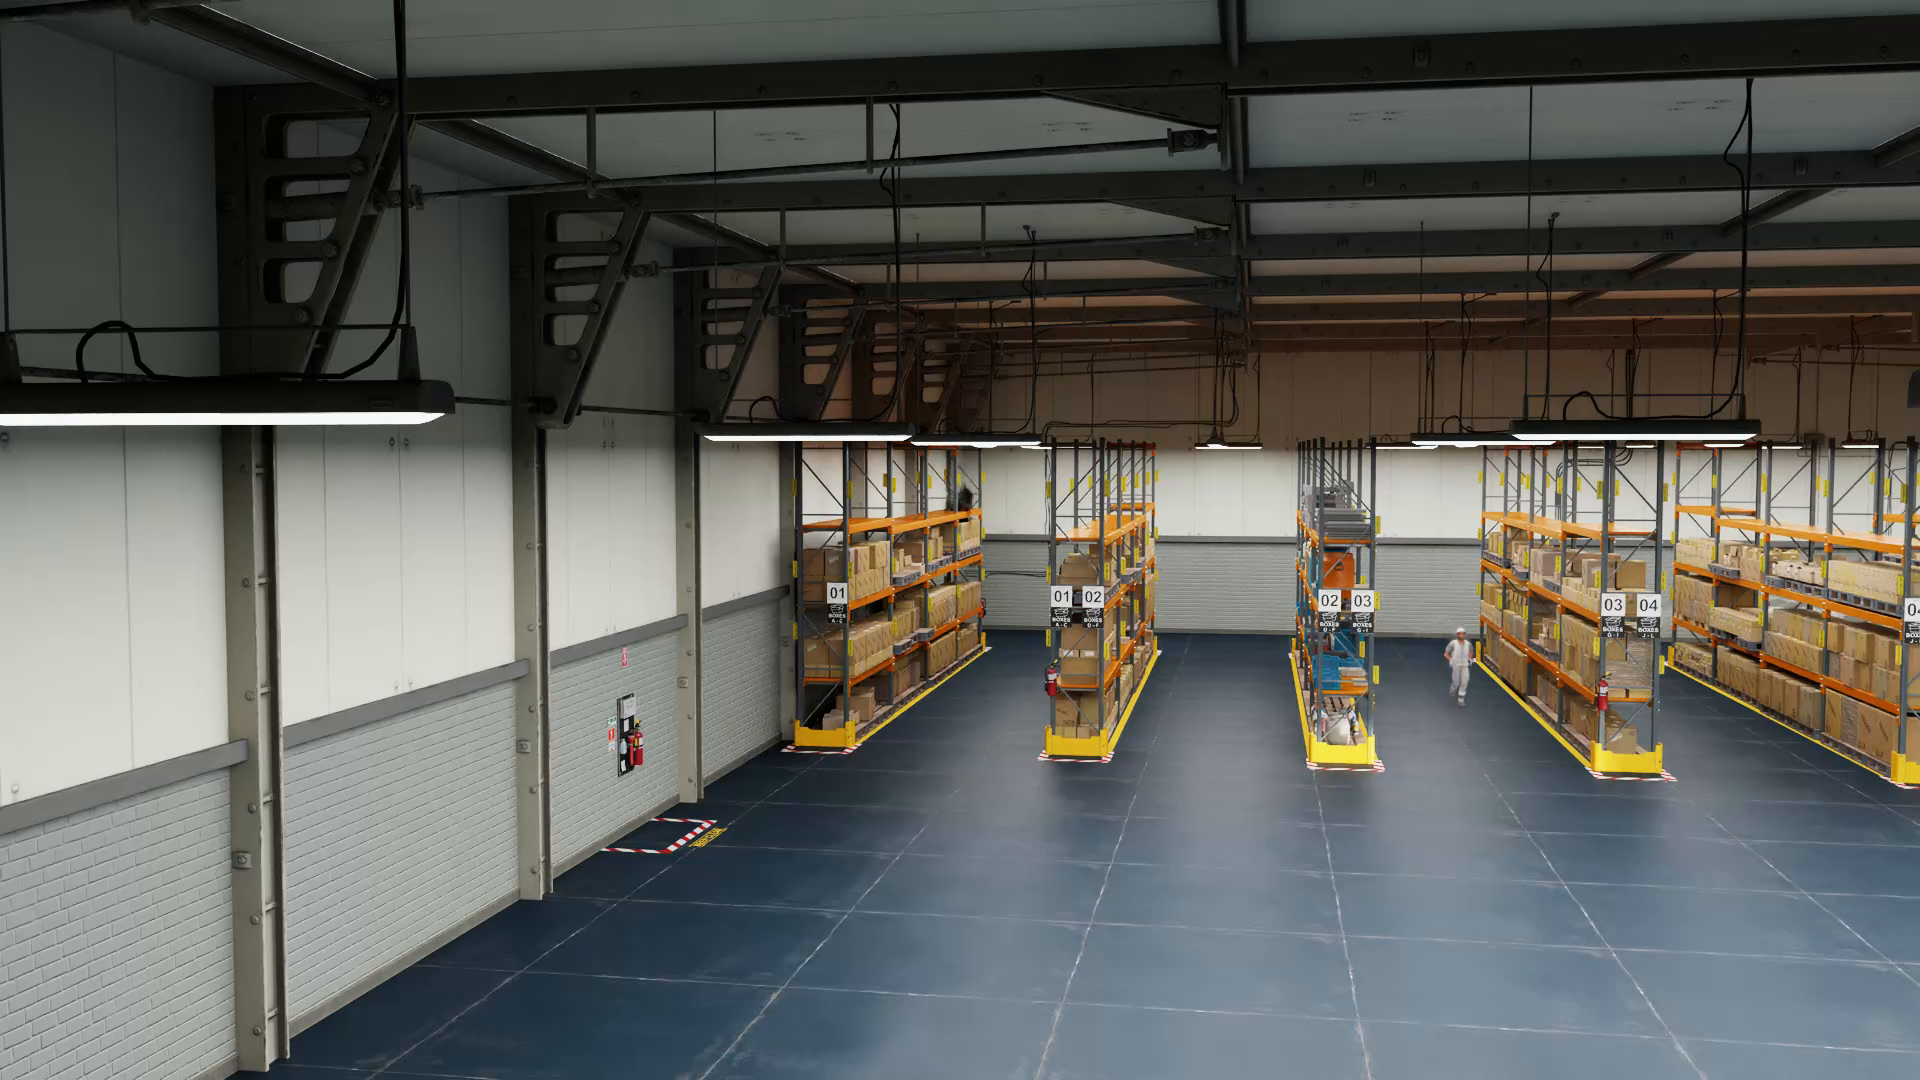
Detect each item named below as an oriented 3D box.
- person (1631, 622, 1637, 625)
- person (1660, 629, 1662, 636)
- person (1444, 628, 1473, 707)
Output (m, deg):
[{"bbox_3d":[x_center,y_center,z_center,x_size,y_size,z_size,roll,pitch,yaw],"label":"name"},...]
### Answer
[{"bbox_3d":[17.550,2.568,43.376,0.749,1.733,0.699,0,3,6],"label":"person"},{"bbox_3d":[17.375,2.673,41.872,0.564,1.682,0.894,1,3,19],"label":"person"},{"bbox_3d":[11.275,2.856,37.489,0.674,1.757,0.806,0,3,-1],"label":"person"}]
